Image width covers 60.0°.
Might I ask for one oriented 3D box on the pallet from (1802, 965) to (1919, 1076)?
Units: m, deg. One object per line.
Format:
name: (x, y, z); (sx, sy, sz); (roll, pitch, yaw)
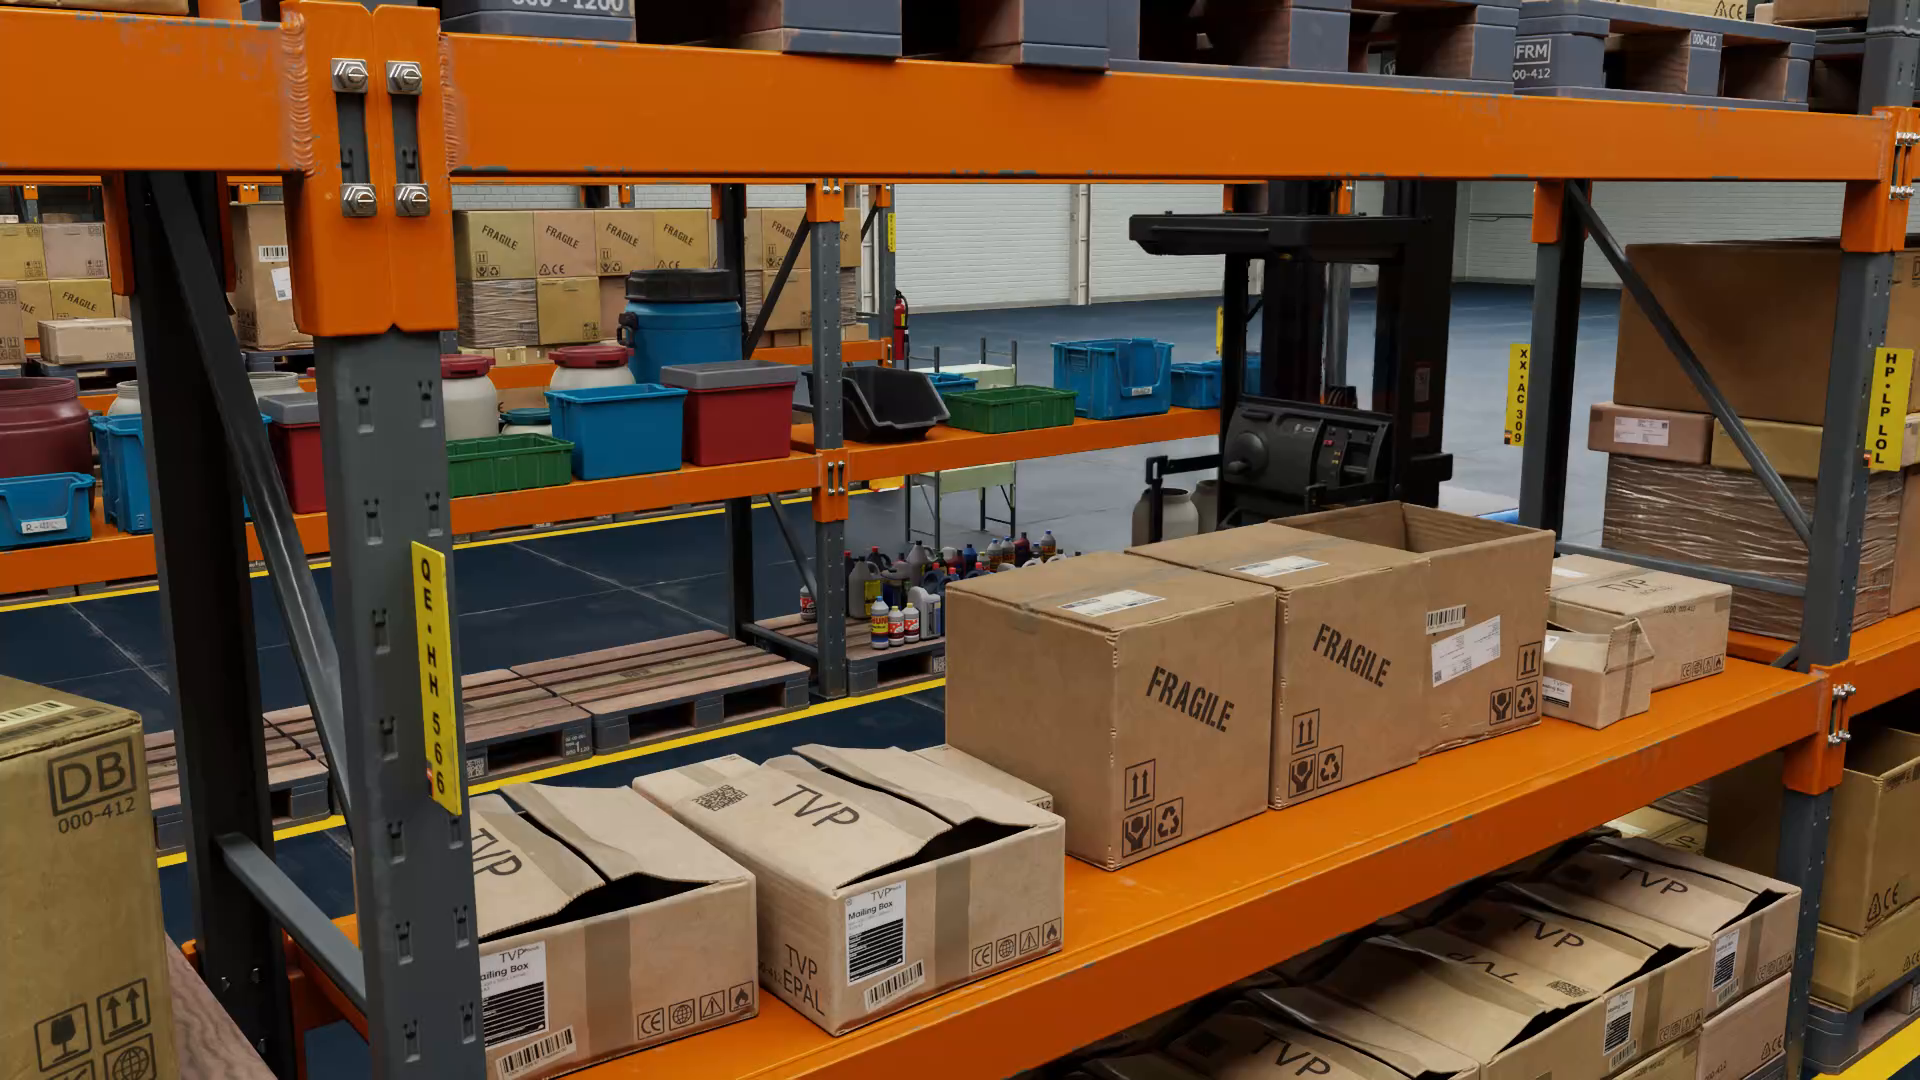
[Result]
pallet: (2.787, 1.358, 5.727); (1.213, 0.211, 1.003); (-9, 15, -38)

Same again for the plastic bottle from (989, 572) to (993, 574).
plastic bottle: (0.177, 0.318, 9.417); (0.097, 0.271, 0.097); (0, 12, 0)

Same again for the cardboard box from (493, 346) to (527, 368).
cardboard box: (-3.486, -1.404, 12.623); (0.250, 0.149, 0.380); (-9, 15, -38)

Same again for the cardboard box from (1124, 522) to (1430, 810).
cardboard box: (0.728, 0.271, 3.888); (0.500, 0.500, 0.500); (-9, 15, -38)

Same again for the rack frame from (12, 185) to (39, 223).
rack frame: (-13.340, -3.929, 23.911); (0.127, 3.000, 1.000); (-9, 15, -38)

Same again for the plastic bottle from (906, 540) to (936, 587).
plastic bottle: (-0.226, 0.170, 9.927); (0.185, 0.351, 0.144); (-10, 15, -38)

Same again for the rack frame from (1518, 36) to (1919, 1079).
rack frame: (2.140, 0.090, 4.984); (0.127, 3.000, 1.000); (-9, 15, -38)

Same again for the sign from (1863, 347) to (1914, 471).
sign: (2.487, -0.351, 4.463); (0.005, 0.325, 0.100); (-9, 15, -38)

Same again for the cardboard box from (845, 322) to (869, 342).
cardboard box: (-1.016, -1.843, 14.691); (0.250, 0.149, 0.380); (-9, 15, -38)

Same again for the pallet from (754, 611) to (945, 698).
pallet: (-0.401, 0.570, 9.438); (1.213, 0.211, 1.003); (-9, 15, -38)

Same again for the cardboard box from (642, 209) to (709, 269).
cardboard box: (-2.372, -2.415, 13.414); (0.500, 0.500, 0.500); (-9, 15, -38)

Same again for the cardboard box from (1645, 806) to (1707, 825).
cardboard box: (2.762, 1.071, 5.974); (0.500, 0.250, 0.500); (-9, 15, -38)

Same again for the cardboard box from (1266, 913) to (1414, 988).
cardboard box: (0.864, 1.100, 4.486); (0.500, 0.311, 0.500); (-10, 16, -40)

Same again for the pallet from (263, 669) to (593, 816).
pallet: (-2.494, 0.917, 7.800); (1.213, 0.211, 1.003); (-9, 15, -38)

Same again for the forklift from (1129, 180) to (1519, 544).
forklift: (1.453, -0.454, 7.710); (3.031, 2.935, 1.130); (-9, 15, -36)

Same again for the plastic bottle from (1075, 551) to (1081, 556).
plastic bottle: (0.731, 0.201, 9.941); (0.133, 0.283, 0.061); (-9, 15, -38)

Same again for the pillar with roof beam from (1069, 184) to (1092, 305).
pillar with roof beam: (5.421, -9.076, 33.707); (0.548, 9.000, 9.100); (-9, 15, -38)

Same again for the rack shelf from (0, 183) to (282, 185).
rack shelf: (-5.607, -2.373, 11.094); (4.000, 0.370, 1.077); (-9, 15, -38)

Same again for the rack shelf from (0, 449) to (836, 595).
rack shelf: (-2.513, -0.103, 7.622); (4.000, 0.370, 1.077); (-9, 15, -38)

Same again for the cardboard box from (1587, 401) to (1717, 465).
cardboard box: (2.219, -0.346, 5.236); (0.250, 0.149, 0.380); (-9, 15, -38)

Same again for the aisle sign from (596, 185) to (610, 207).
aisle sign: (-4.074, -4.183, 18.850); (0.004, 0.787, 0.394); (-9, 15, -38)

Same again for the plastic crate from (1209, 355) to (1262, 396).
plastic crate: (1.968, -1.047, 10.695); (0.616, 0.251, 0.499); (-9, 15, -38)

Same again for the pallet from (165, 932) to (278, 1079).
pallet: (-1.469, 0.802, 2.091); (1.003, 0.211, 1.213); (-9, 15, -38)

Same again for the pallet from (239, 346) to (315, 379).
pallet: (-4.733, -1.348, 12.217); (1.213, 0.211, 1.003); (-9, 15, -38)

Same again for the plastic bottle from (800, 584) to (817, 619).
plastic bottle: (-0.863, 0.342, 9.474); (0.097, 0.201, 0.097); (0, 12, 0)

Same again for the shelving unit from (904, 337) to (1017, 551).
shelving unit: (0.005, -0.735, 12.477); (0.755, 1.500, 0.431); (-9, 15, -38)

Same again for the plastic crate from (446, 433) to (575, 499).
plastic crate: (-2.135, -0.339, 7.512); (0.662, 0.188, 0.450); (-9, 15, -38)

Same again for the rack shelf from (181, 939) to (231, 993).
rack shelf: (-2.545, 1.220, 1.392); (4.000, 0.370, 1.077); (-9, 15, -38)

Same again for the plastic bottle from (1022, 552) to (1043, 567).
plastic bottle: (0.418, 0.250, 9.550); (0.185, 0.351, 0.144); (-10, 15, -38)

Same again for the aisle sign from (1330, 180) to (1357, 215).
aisle sign: (2.414, -2.466, 10.761); (0.004, 0.787, 0.394); (-9, 15, -38)

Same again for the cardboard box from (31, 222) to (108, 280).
cardboard box: (-8.244, -2.675, 15.356); (0.500, 0.500, 0.700); (-9, 15, -37)

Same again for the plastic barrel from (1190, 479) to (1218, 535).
plastic barrel: (1.706, -0.124, 10.968); (0.421, 0.512, 0.421); (0, 12, 0)

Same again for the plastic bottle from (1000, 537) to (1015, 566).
plastic bottle: (0.294, 0.116, 10.372); (0.097, 0.271, 0.097); (0, 12, 0)

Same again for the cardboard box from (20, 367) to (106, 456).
cardboard box: (-8.249, -1.220, 15.558); (0.750, 0.750, 1.050); (-9, 15, -38)

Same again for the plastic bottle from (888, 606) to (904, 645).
plastic bottle: (-0.349, 0.456, 8.936); (0.097, 0.201, 0.097); (0, 12, 0)

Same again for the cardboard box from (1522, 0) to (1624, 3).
cardboard box: (1.226, -1.359, 3.937); (0.500, 0.250, 0.500); (-11, 17, -43)

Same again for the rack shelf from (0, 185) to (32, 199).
rack shelf: (-14.902, -4.785, 22.452); (4.000, 0.370, 1.077); (-9, 15, -38)

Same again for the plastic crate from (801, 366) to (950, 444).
plastic crate: (-0.463, -0.731, 8.999); (0.504, 0.338, 0.767); (-9, 15, -38)

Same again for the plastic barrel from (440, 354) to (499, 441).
plastic barrel: (-2.408, -0.597, 7.890); (0.433, 0.535, 0.433); (0, 12, 0)

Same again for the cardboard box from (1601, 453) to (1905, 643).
cardboard box: (2.483, -0.018, 5.249); (0.500, 0.500, 0.700); (-10, 16, -39)

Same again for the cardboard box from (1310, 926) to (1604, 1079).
cardboard box: (1.209, 1.187, 4.075); (0.500, 0.311, 0.500); (-9, 15, -38)

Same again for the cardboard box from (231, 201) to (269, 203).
cardboard box: (-8.936, -3.954, 20.662); (0.500, 0.500, 0.700); (-10, 15, -39)

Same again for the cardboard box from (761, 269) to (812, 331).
cardboard box: (-1.684, -2.079, 14.243); (0.500, 0.500, 0.875); (-9, 15, -38)

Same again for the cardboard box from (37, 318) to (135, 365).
cardboard box: (-5.717, -1.310, 10.929); (0.500, 0.250, 0.500); (-10, 16, -39)

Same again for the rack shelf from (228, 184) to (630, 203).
rack shelf: (-5.503, -3.710, 17.388); (4.000, 0.370, 1.077); (-9, 15, -38)
